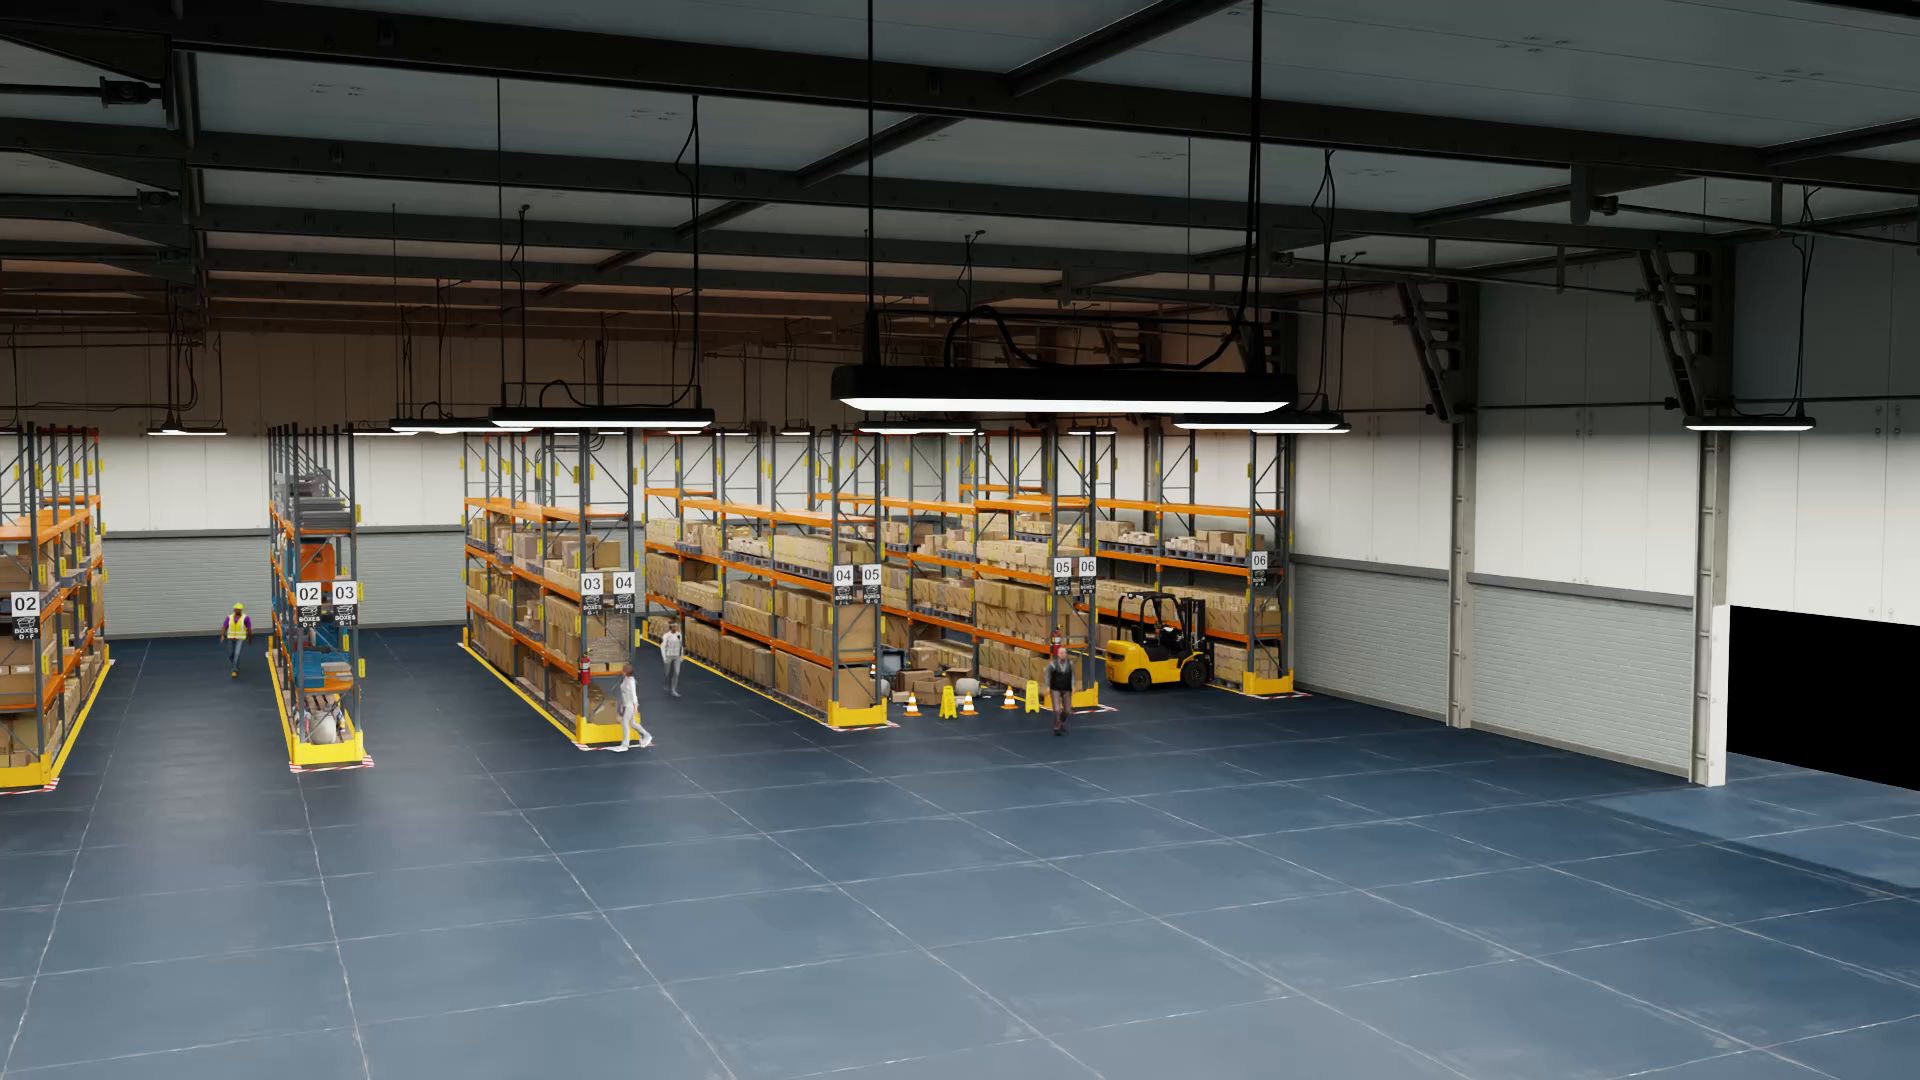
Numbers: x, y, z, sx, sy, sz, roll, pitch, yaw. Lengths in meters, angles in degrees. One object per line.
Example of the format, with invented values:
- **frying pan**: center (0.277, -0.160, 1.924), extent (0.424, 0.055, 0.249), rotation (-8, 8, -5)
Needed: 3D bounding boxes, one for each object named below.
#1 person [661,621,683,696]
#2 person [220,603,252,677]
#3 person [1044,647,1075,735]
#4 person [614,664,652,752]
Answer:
- **person**: center (-6.436, 2.638, 37.262), extent (0.569, 1.684, 0.739), rotation (-2, 4, -30)
- **person**: center (-17.521, 2.402, 40.235), extent (0.661, 1.741, 0.841), rotation (-1, 4, -12)
- **person**: center (1.917, 2.926, 32.238), extent (0.608, 1.734, 0.596), rotation (-1, 4, -17)
- **person**: center (-6.021, 3.059, 30.546), extent (0.737, 1.579, 0.412), rotation (-1, 4, -20)
